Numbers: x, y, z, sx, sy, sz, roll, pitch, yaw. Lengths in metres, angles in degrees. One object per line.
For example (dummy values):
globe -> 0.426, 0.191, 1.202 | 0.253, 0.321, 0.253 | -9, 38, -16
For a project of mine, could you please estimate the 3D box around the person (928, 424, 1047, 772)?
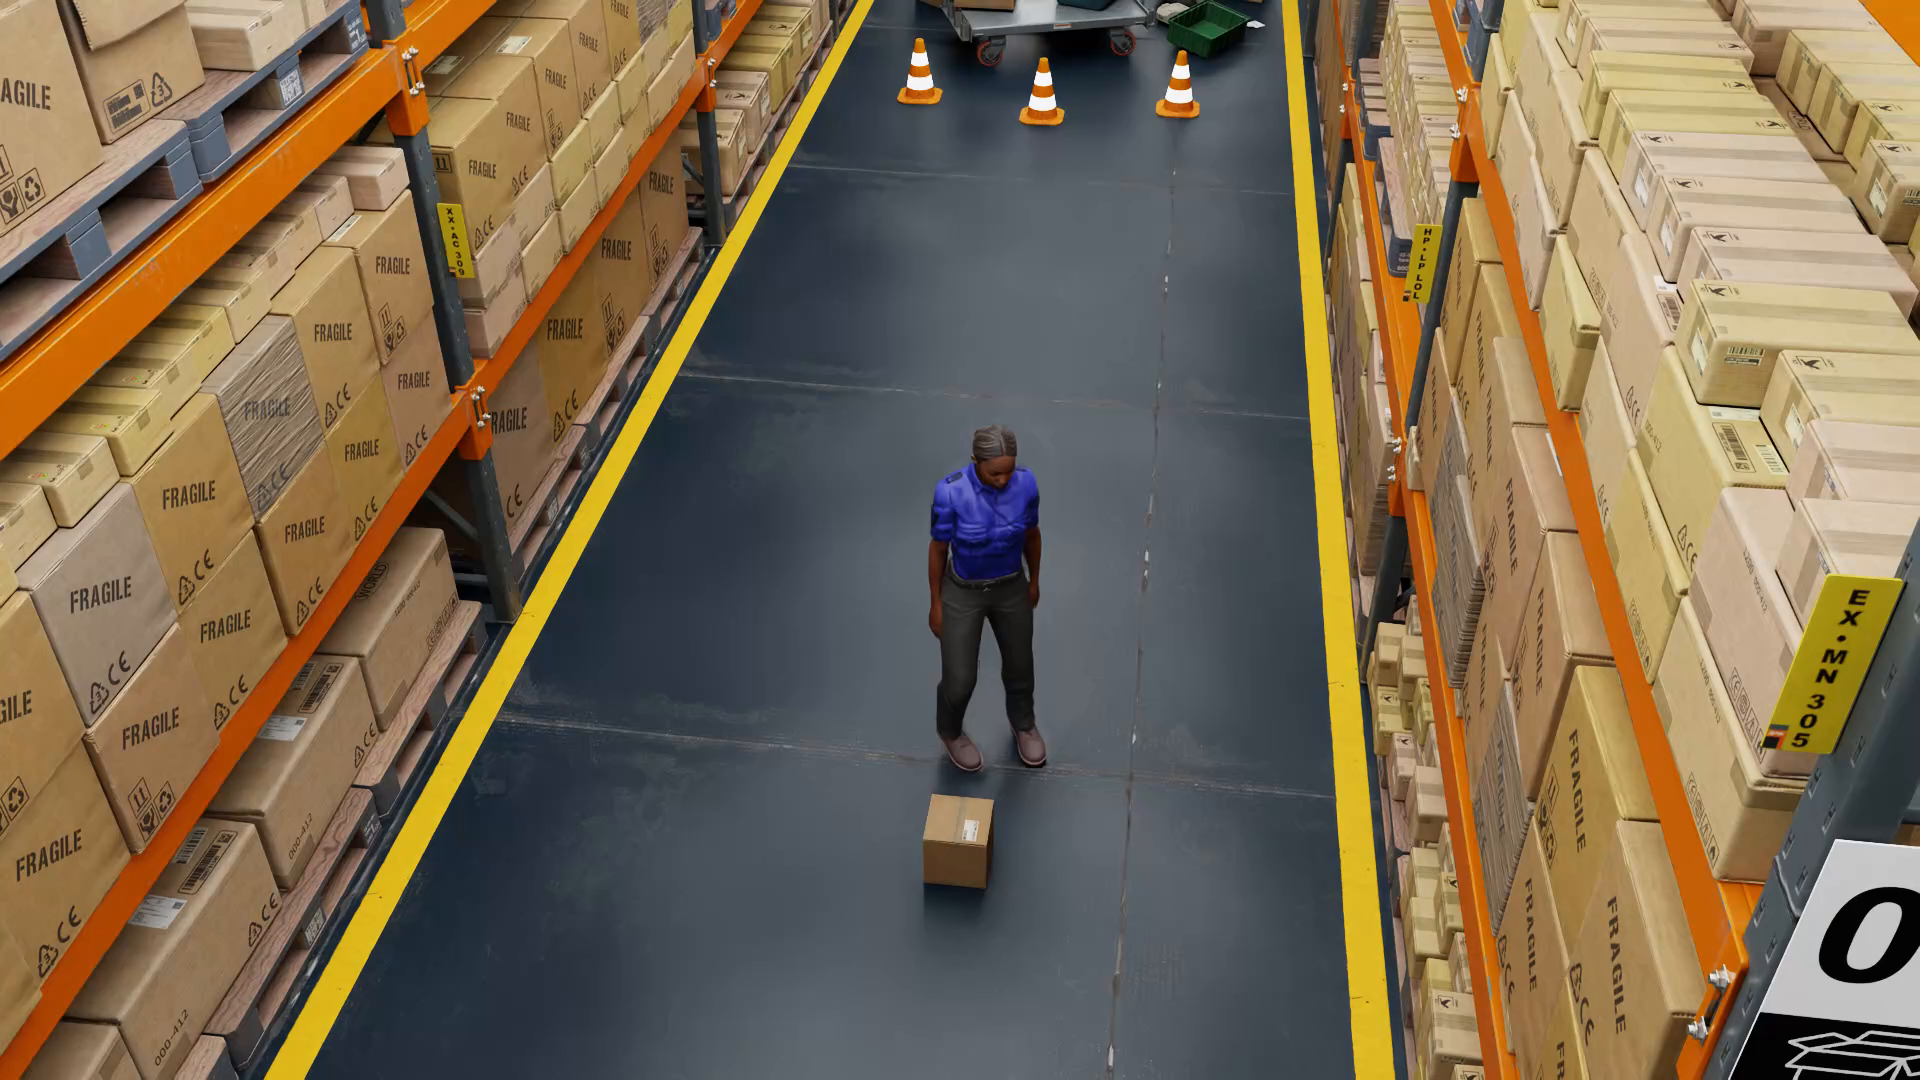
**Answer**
person -> 0.114, 0.241, 6.682 | 0.489, 1.656, 0.369 | -11, 38, -14
